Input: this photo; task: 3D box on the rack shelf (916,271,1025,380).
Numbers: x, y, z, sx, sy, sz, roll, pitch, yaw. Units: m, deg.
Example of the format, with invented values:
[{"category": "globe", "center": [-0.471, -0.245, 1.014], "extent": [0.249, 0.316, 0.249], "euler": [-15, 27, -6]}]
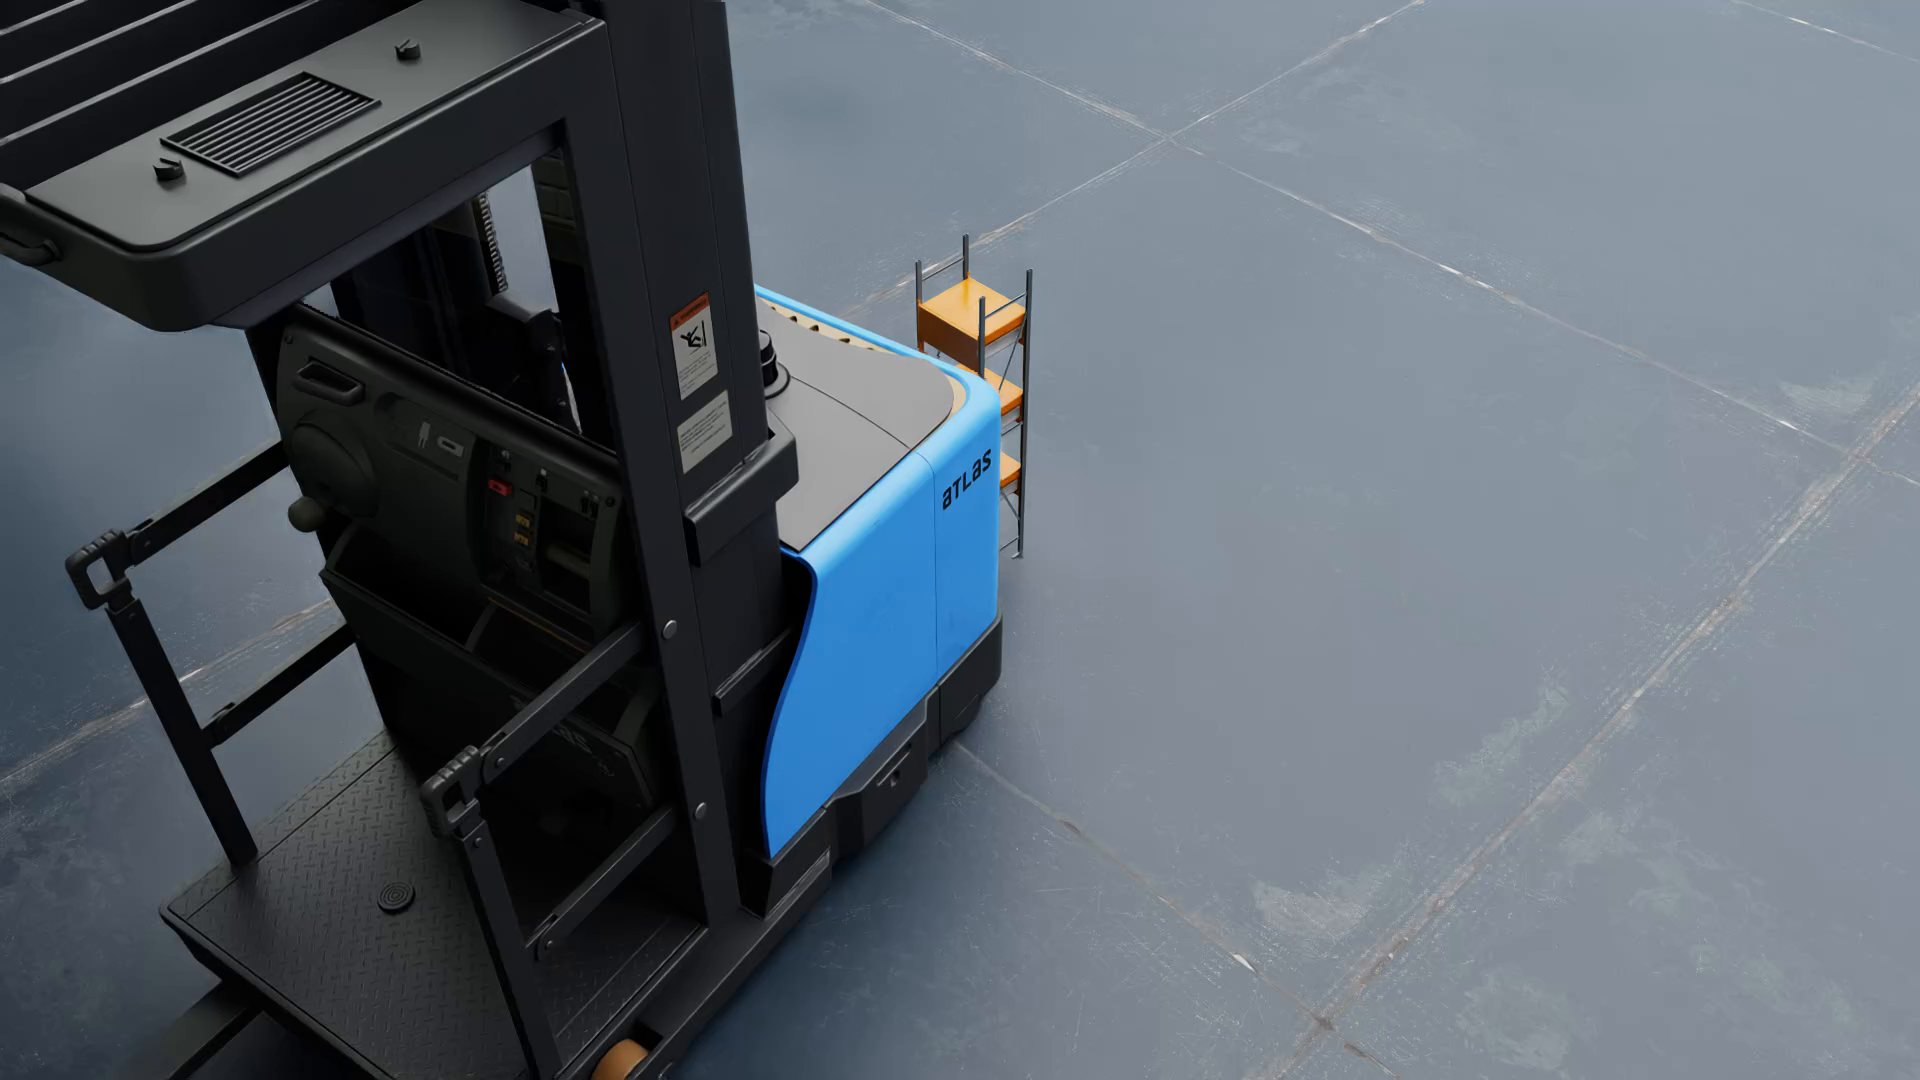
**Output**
[{"category": "rack shelf", "center": [0.038, -0.561, 4.680], "extent": [0.215, 0.259, 0.240], "euler": [-34, 53, -31]}]

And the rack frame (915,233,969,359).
[{"category": "rack frame", "center": [-0.048, -0.418, 4.929], "extent": [0.200, 1.050, 0.008], "euler": [-34, 53, -31]}]

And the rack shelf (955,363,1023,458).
[{"category": "rack shelf", "center": [0.038, -0.352, 4.873], "extent": [0.215, 0.259, 0.240], "euler": [-34, 53, -31]}]

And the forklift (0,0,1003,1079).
[{"category": "forklift", "center": [-1.129, -0.027, 3.120], "extent": [1.130, 2.935, 3.031], "euler": [25, 48, 24]}]

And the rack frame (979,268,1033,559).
[{"category": "rack frame", "center": [0.124, -0.301, 4.802], "extent": [0.200, 1.050, 0.008], "euler": [-34, 53, -31]}]

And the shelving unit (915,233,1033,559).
[{"category": "shelving unit", "center": [0.038, -0.360, 4.866], "extent": [0.215, 1.050, 0.252], "euler": [-34, 53, -31]}]

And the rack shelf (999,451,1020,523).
[{"category": "rack shelf", "center": [0.038, -0.148, 5.062], "extent": [0.215, 0.259, 0.240], "euler": [-34, 53, -31]}]
